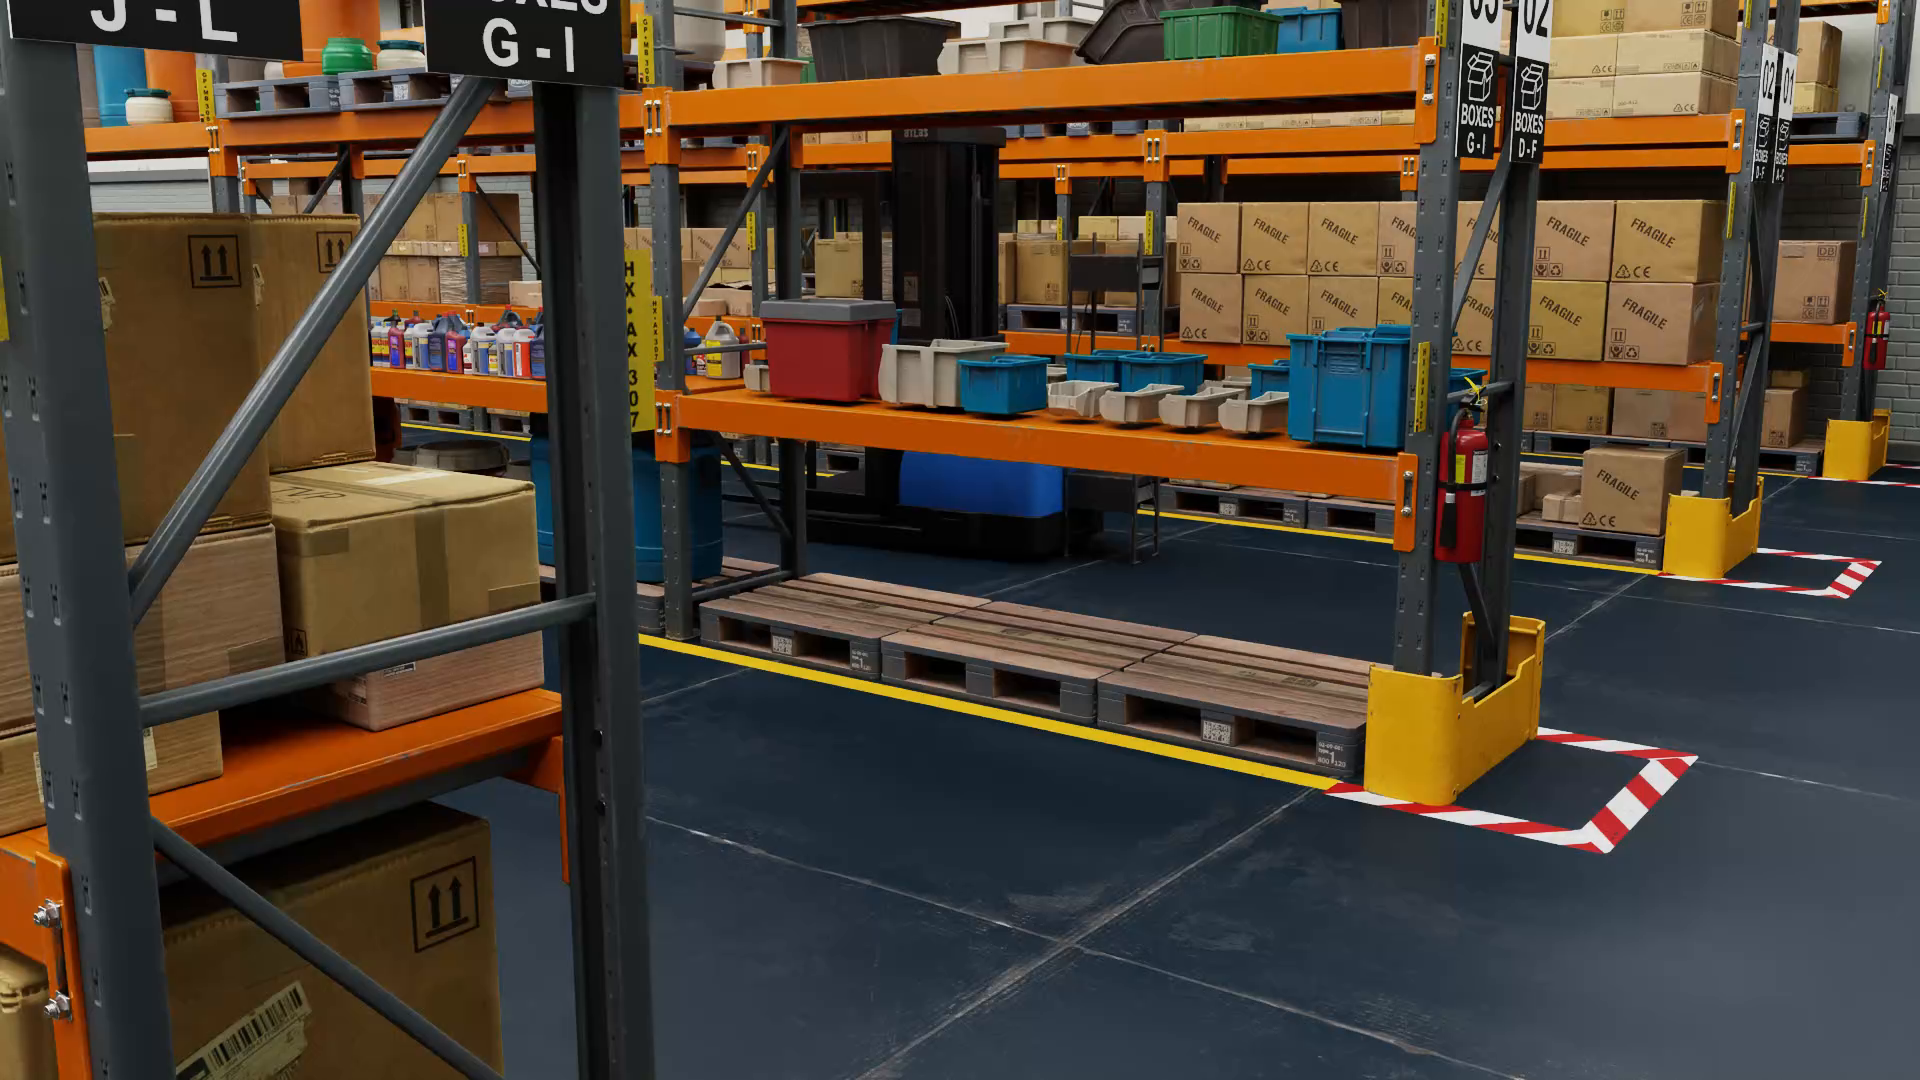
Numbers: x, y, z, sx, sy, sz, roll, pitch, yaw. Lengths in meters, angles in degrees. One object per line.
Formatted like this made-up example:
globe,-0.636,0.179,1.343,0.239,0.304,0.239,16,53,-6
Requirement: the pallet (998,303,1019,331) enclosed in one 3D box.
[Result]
pallet,0.065,-1.911,14.018,1.213,0.211,1.003,8,13,36

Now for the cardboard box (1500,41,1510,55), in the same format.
cardboard box,3.574,-3.100,10.840,0.500,0.250,0.500,8,13,36

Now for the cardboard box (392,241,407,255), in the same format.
cardboard box,-5.894,-3.153,17.961,0.250,0.149,0.380,8,13,35

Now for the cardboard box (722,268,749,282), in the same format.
cardboard box,-2.758,-3.432,21.717,0.500,0.250,0.500,8,14,36

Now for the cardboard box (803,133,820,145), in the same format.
cardboard box,-1.133,-3.702,14.605,0.500,0.500,0.910,8,13,36

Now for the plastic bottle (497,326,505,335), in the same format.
plastic bottle,-2.662,-1.108,9.698,0.097,0.271,0.097,0,11,0

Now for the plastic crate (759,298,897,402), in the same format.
plastic crate,-0.645,-0.938,8.155,0.583,0.464,0.402,8,13,36

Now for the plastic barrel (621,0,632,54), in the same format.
plastic barrel,-2.072,-2.859,8.911,0.600,0.588,0.600,0,11,0

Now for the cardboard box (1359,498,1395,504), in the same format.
cardboard box,3.236,-0.554,11.910,0.637,0.503,0.797,8,13,36

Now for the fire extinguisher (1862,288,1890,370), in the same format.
fire extinguisher,7.721,-1.774,13.989,0.183,0.674,0.296,8,13,36

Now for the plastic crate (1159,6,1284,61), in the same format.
plastic crate,1.044,-2.002,6.642,0.336,0.188,0.450,8,13,36

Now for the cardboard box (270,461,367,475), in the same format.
cardboard box,-1.573,-0.033,3.416,0.500,0.250,0.500,8,13,35

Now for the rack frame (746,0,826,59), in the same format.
rack frame,-1.505,-5.169,14.557,0.127,3.000,1.000,8,13,36

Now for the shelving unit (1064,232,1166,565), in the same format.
shelving unit,1.000,-0.925,10.781,0.503,2.100,0.431,6,13,29

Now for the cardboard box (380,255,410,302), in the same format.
cardboard box,-5.921,-2.887,18.290,0.500,0.500,0.700,8,14,36

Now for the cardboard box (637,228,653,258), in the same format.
cardboard box,-4.012,-3.970,22.523,0.500,0.500,0.500,7,13,34

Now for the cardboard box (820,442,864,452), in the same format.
cardboard box,-0.882,-1.059,14.532,0.500,0.500,0.500,7,13,33

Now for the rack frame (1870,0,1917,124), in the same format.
rack frame,7.872,-5.028,13.830,0.127,3.000,1.000,8,13,36

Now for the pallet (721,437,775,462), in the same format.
pallet,-2.145,-0.953,15.901,1.213,0.211,1.003,8,13,36

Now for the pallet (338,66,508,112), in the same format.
pallet,-2.821,-2.596,9.652,1.213,0.211,1.003,8,13,36

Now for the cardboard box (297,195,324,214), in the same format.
cardboard box,-7.114,-3.690,19.029,0.500,0.500,0.700,8,13,34

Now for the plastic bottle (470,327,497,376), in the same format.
plastic bottle,-2.721,-1.089,9.588,0.135,0.276,0.152,8,13,36

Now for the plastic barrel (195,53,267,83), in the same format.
plastic barrel,-4.973,-3.310,11.525,0.600,0.901,0.600,0,11,0

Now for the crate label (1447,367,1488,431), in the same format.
crate label,2.004,-0.592,6.974,0.303,0.233,0.416,8,13,36

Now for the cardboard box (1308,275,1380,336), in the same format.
cardboard box,2.785,-1.610,11.693,0.500,0.500,0.500,8,13,35

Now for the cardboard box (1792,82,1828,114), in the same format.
cardboard box,7.125,-3.779,14.295,0.500,0.250,0.500,8,14,37

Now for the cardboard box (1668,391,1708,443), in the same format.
cardboard box,6.846,-1.182,15.215,0.500,0.500,0.700,8,13,35

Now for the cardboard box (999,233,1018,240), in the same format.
cardboard box,0.573,-3.358,19.566,0.500,0.500,0.700,6,13,30

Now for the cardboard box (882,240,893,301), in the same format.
cardboard box,-0.306,-2.293,14.118,0.700,0.500,0.500,-10,15,-42

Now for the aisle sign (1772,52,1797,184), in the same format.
aisle sign,5.172,-2.638,10.423,0.004,0.787,0.394,8,13,36

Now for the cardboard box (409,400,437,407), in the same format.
cardboard box,-5.629,-1.606,18.067,0.500,0.250,0.500,8,13,36

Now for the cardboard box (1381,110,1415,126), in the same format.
cardboard box,3.172,-2.911,11.179,0.500,0.250,0.500,8,13,36

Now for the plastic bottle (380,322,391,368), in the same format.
plastic bottle,-3.460,-1.183,10.088,0.097,0.271,0.097,0,11,0

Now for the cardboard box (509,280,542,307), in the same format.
cardboard box,-4.306,-2.551,17.214,0.500,0.250,0.500,9,14,39

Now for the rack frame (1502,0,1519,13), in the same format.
rack frame,2.008,-3.512,5.990,0.127,3.000,1.000,8,13,36

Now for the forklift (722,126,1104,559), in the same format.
forklift,-0.547,-1.498,11.557,3.031,2.935,1.130,6,13,29

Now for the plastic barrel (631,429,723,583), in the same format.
plastic barrel,-1.644,-0.256,9.373,0.708,0.901,0.600,8,13,36

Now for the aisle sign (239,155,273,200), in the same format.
aisle sign,-8.187,-4.360,19.324,0.004,0.787,0.394,8,13,36

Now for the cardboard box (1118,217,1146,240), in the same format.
cardboard box,2.071,-3.405,18.158,0.500,0.250,0.500,8,13,35

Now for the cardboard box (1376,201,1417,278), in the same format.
cardboard box,3.179,-2.044,11.303,0.500,0.500,0.500,8,14,37

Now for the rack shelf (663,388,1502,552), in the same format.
rack shelf,0.396,-0.438,7.790,4.000,0.370,1.077,8,13,36

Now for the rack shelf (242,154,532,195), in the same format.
rack shelf,-6.341,-4.018,18.397,4.000,0.370,1.077,8,13,36

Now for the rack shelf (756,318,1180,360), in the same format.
rack shelf,0.107,-1.646,14.033,4.000,0.370,1.077,8,13,36

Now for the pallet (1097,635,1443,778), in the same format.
pallet,1.366,0.704,7.335,1.213,0.211,1.003,8,13,36

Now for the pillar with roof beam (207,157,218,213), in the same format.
pillar with roof beam,-16.168,-7.571,26.973,0.548,9.000,9.100,8,13,36

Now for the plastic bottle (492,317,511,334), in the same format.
plastic bottle,-2.876,-1.257,10.437,0.133,0.283,0.061,8,13,36

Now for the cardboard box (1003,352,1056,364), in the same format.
cardboard box,0.813,-2.044,19.621,0.500,0.500,0.700,8,14,36

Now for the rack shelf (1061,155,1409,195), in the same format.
rack shelf,3.036,-3.877,17.670,4.000,0.370,1.077,8,13,36

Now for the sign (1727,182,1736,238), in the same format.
sign,4.599,-1.965,9.910,0.005,0.325,0.100,8,13,36
